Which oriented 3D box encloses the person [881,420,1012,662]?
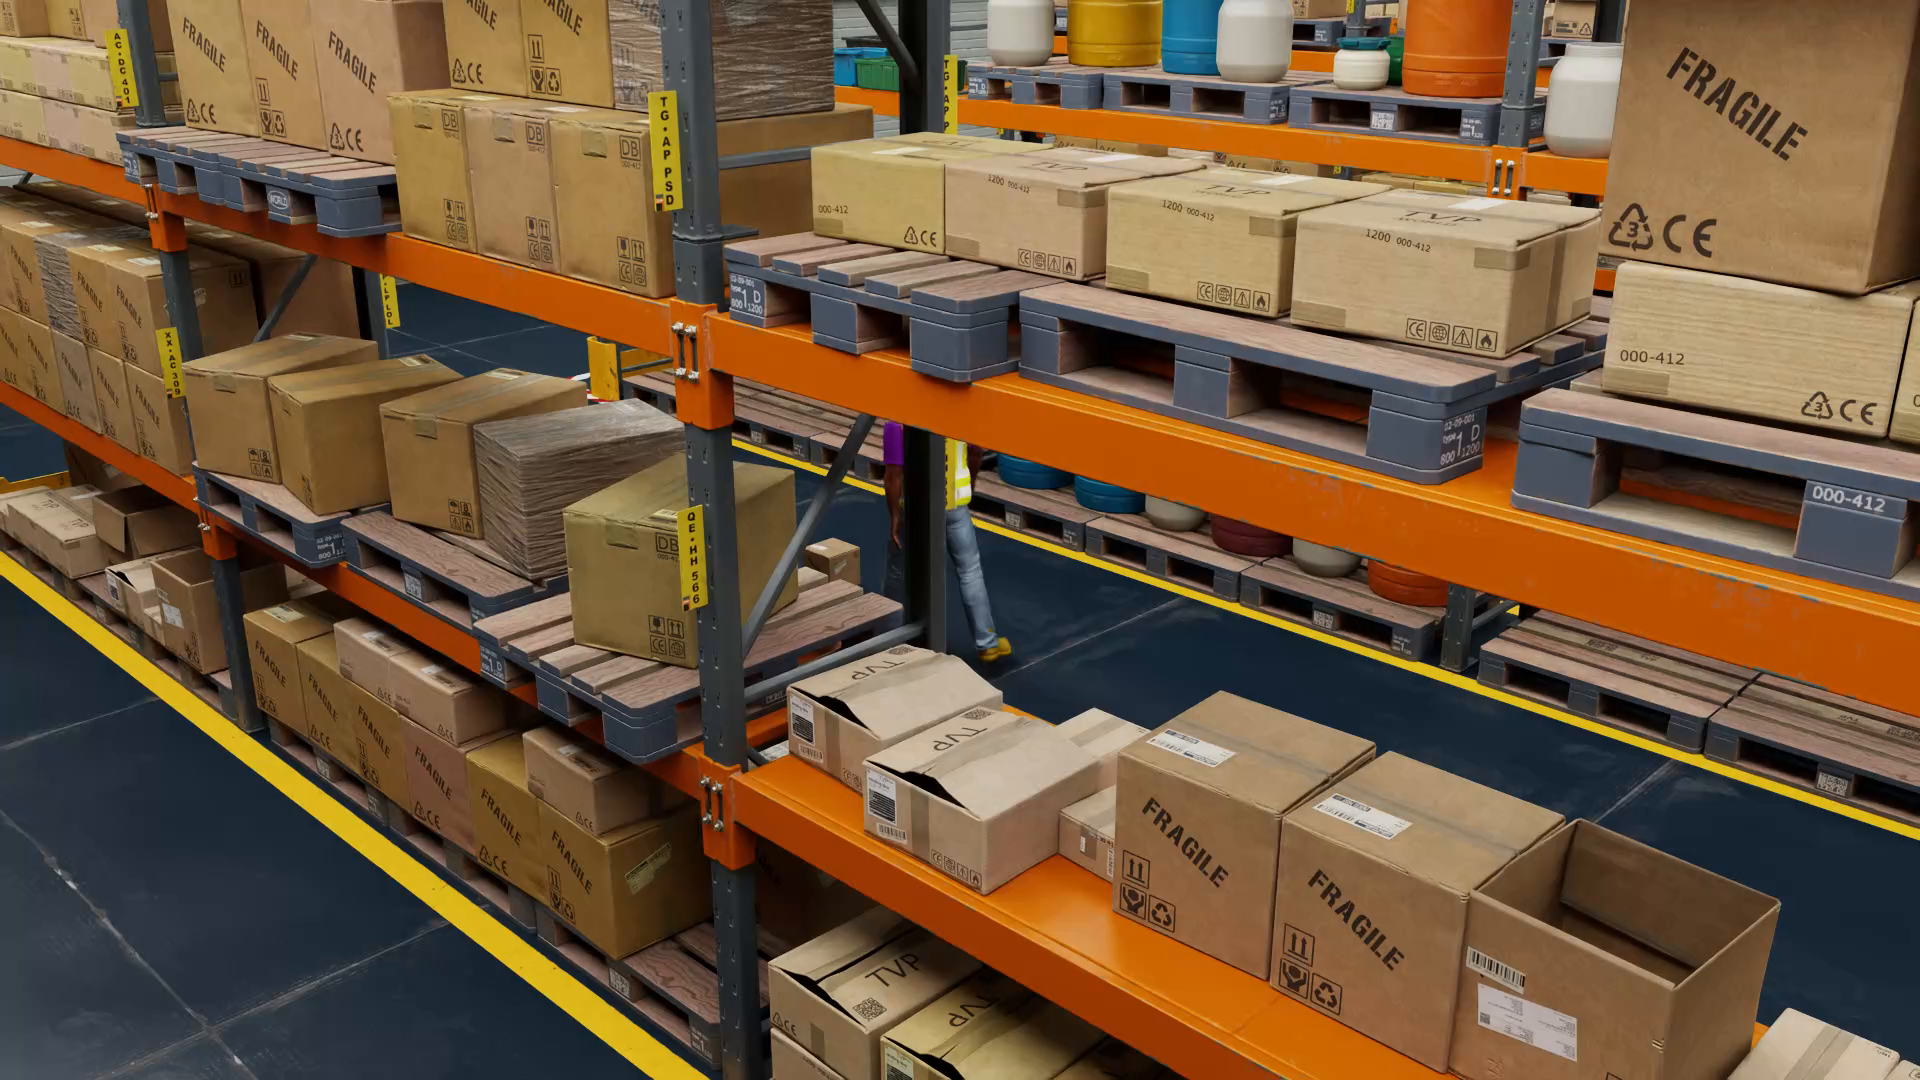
[{"bbox_3d":[-0.119,-0.214,9.162,0.650,1.724,1.007,-6,21,-16],"label":"person"}]
